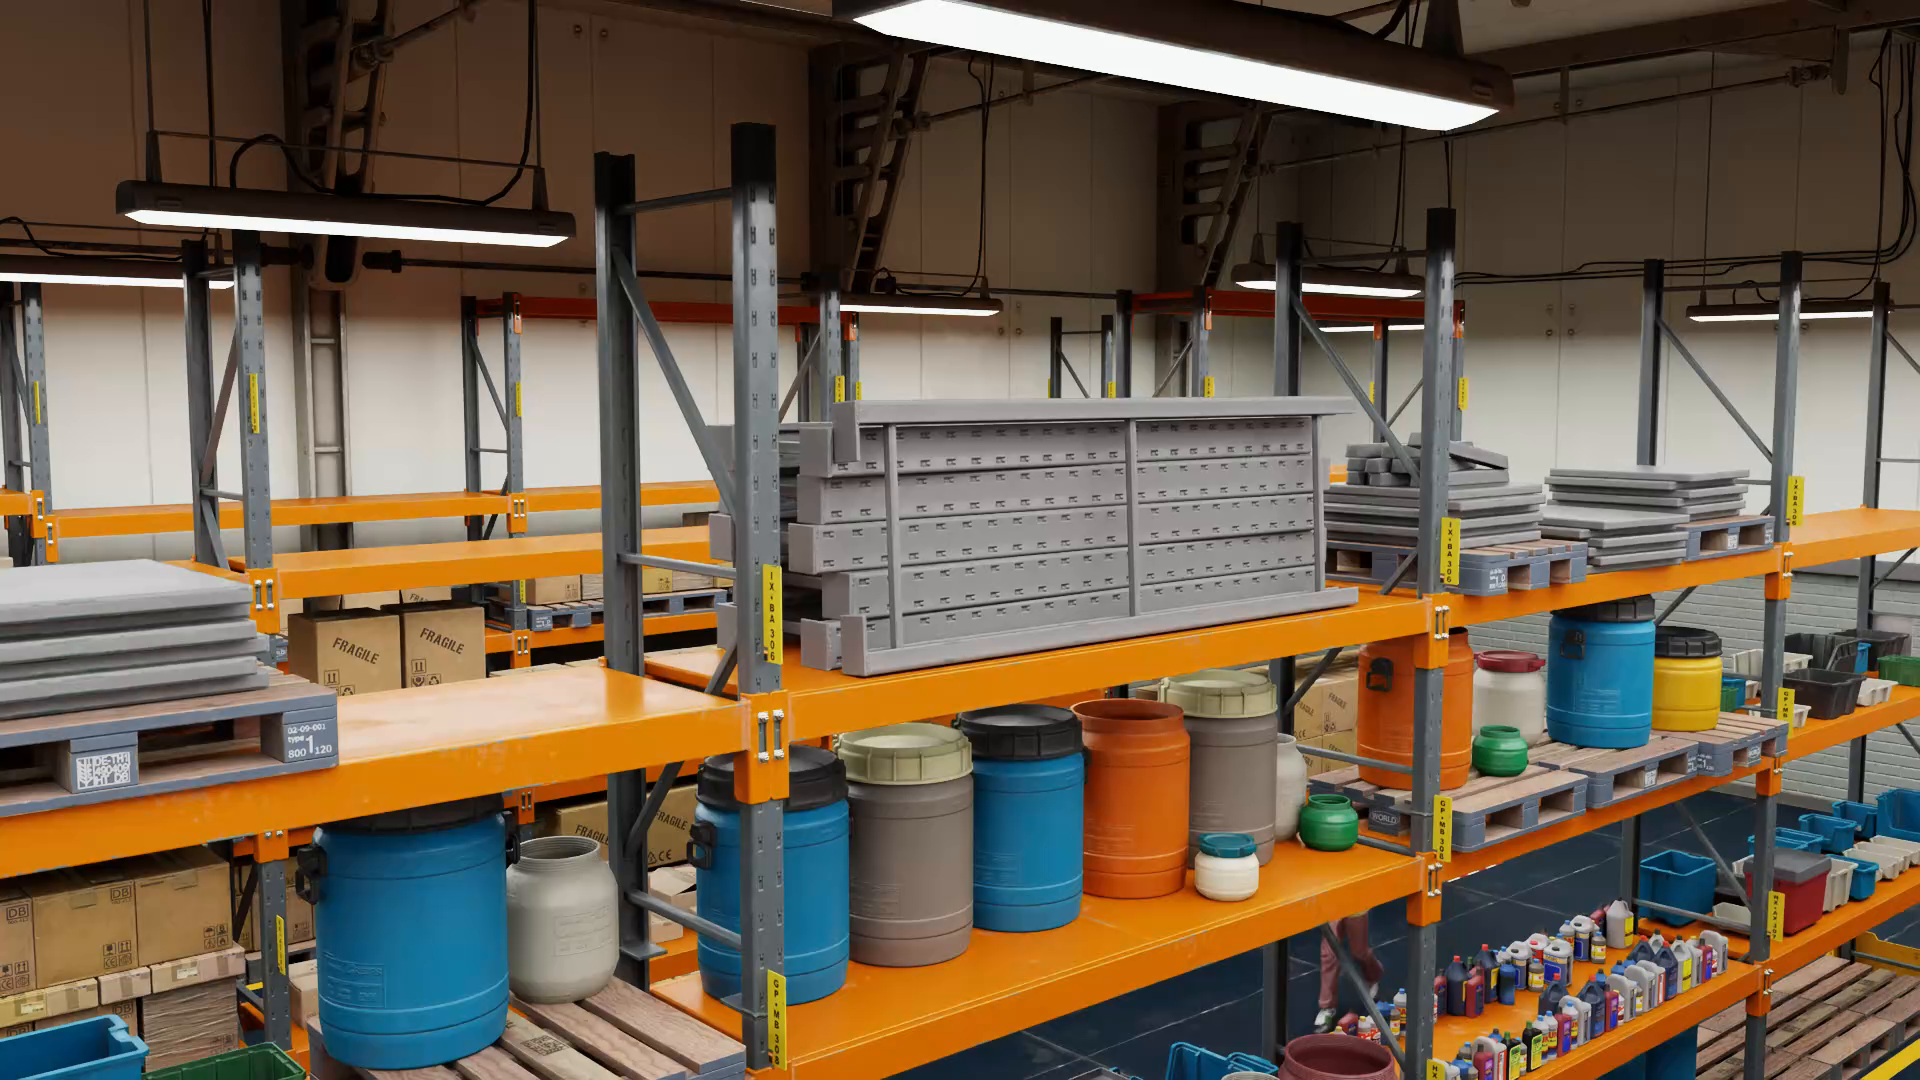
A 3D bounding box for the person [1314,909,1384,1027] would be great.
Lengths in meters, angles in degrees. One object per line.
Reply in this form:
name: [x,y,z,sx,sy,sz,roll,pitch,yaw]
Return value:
person: [3.167,3.027,13.523,0.571,1.656,0.970,5,7,42]
